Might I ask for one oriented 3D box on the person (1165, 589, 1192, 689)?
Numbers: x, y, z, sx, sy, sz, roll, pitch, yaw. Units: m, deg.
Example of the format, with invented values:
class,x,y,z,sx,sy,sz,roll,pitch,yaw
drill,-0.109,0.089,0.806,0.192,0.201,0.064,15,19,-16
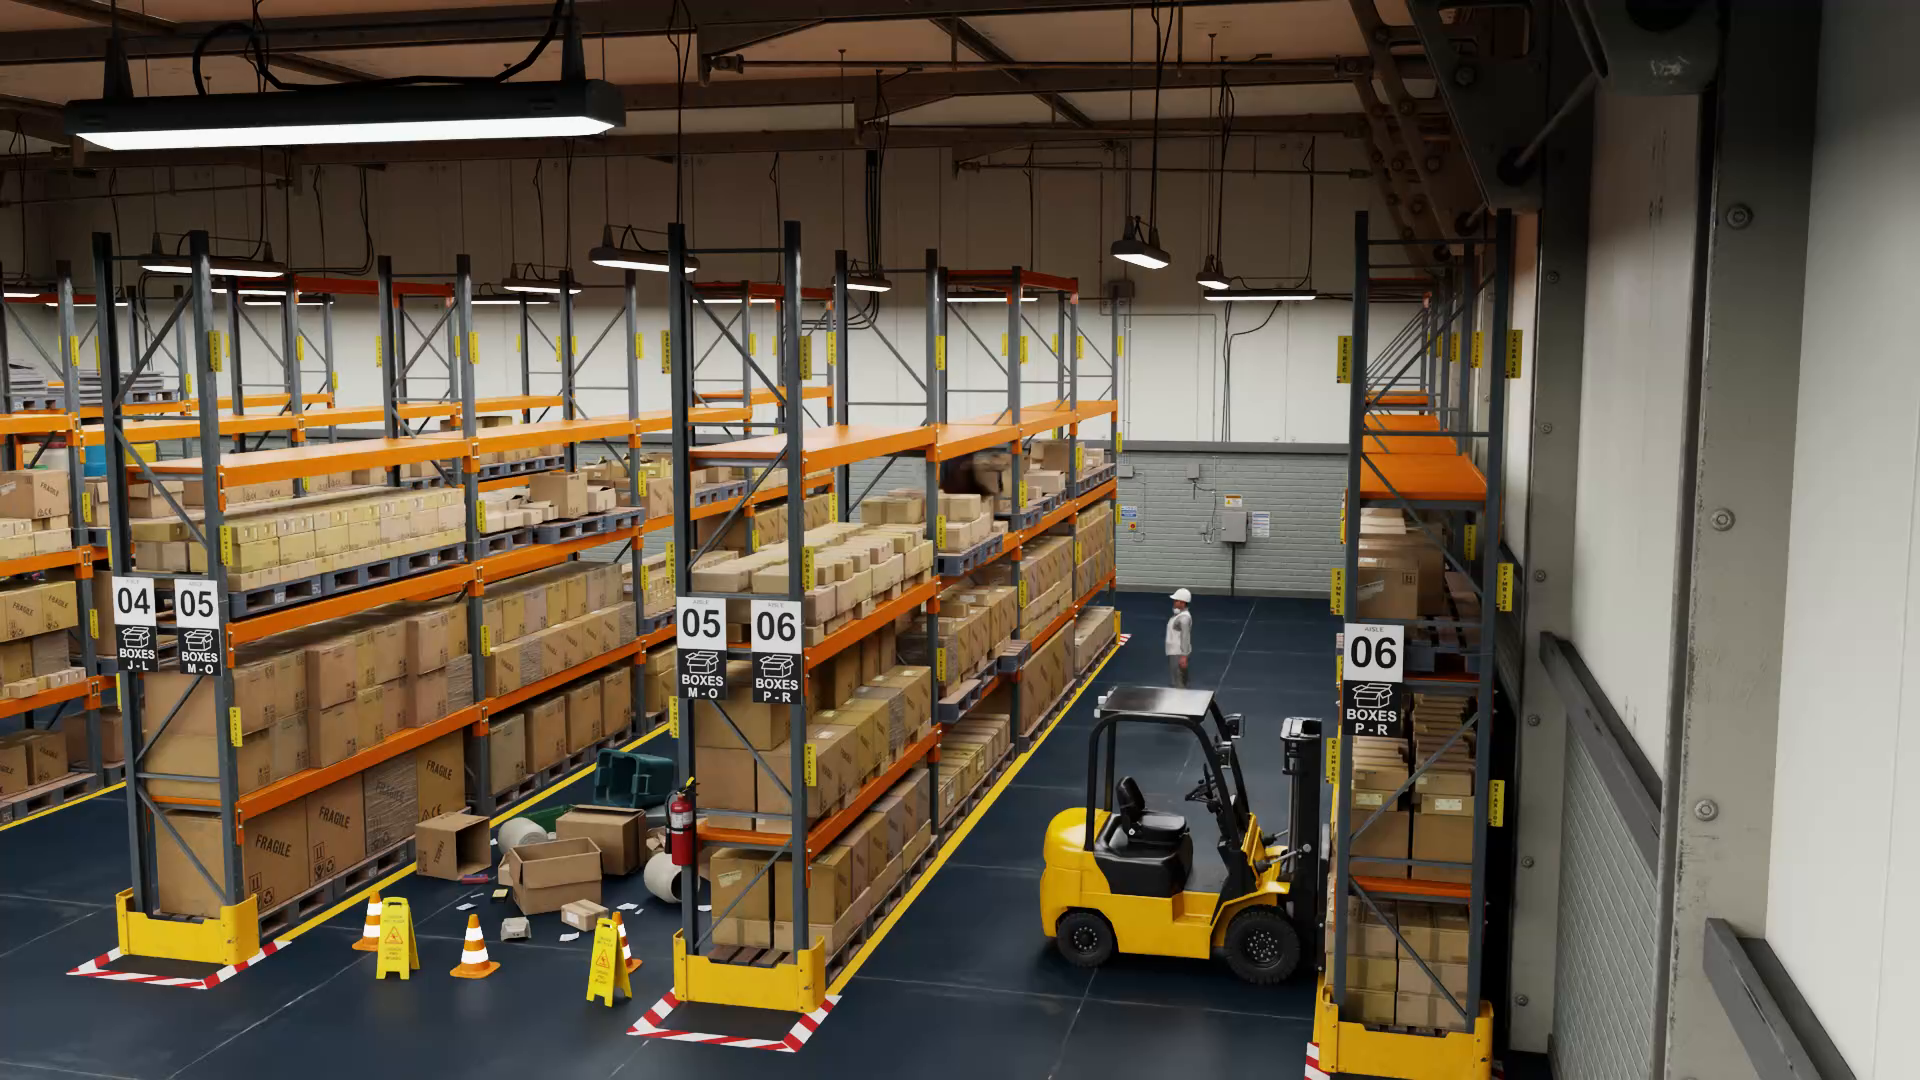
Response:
class,x,y,z,sx,sy,sz,roll,pitch,yaw
person,2.965,1.545,22.514,0.374,1.776,0.605,2,7,15
